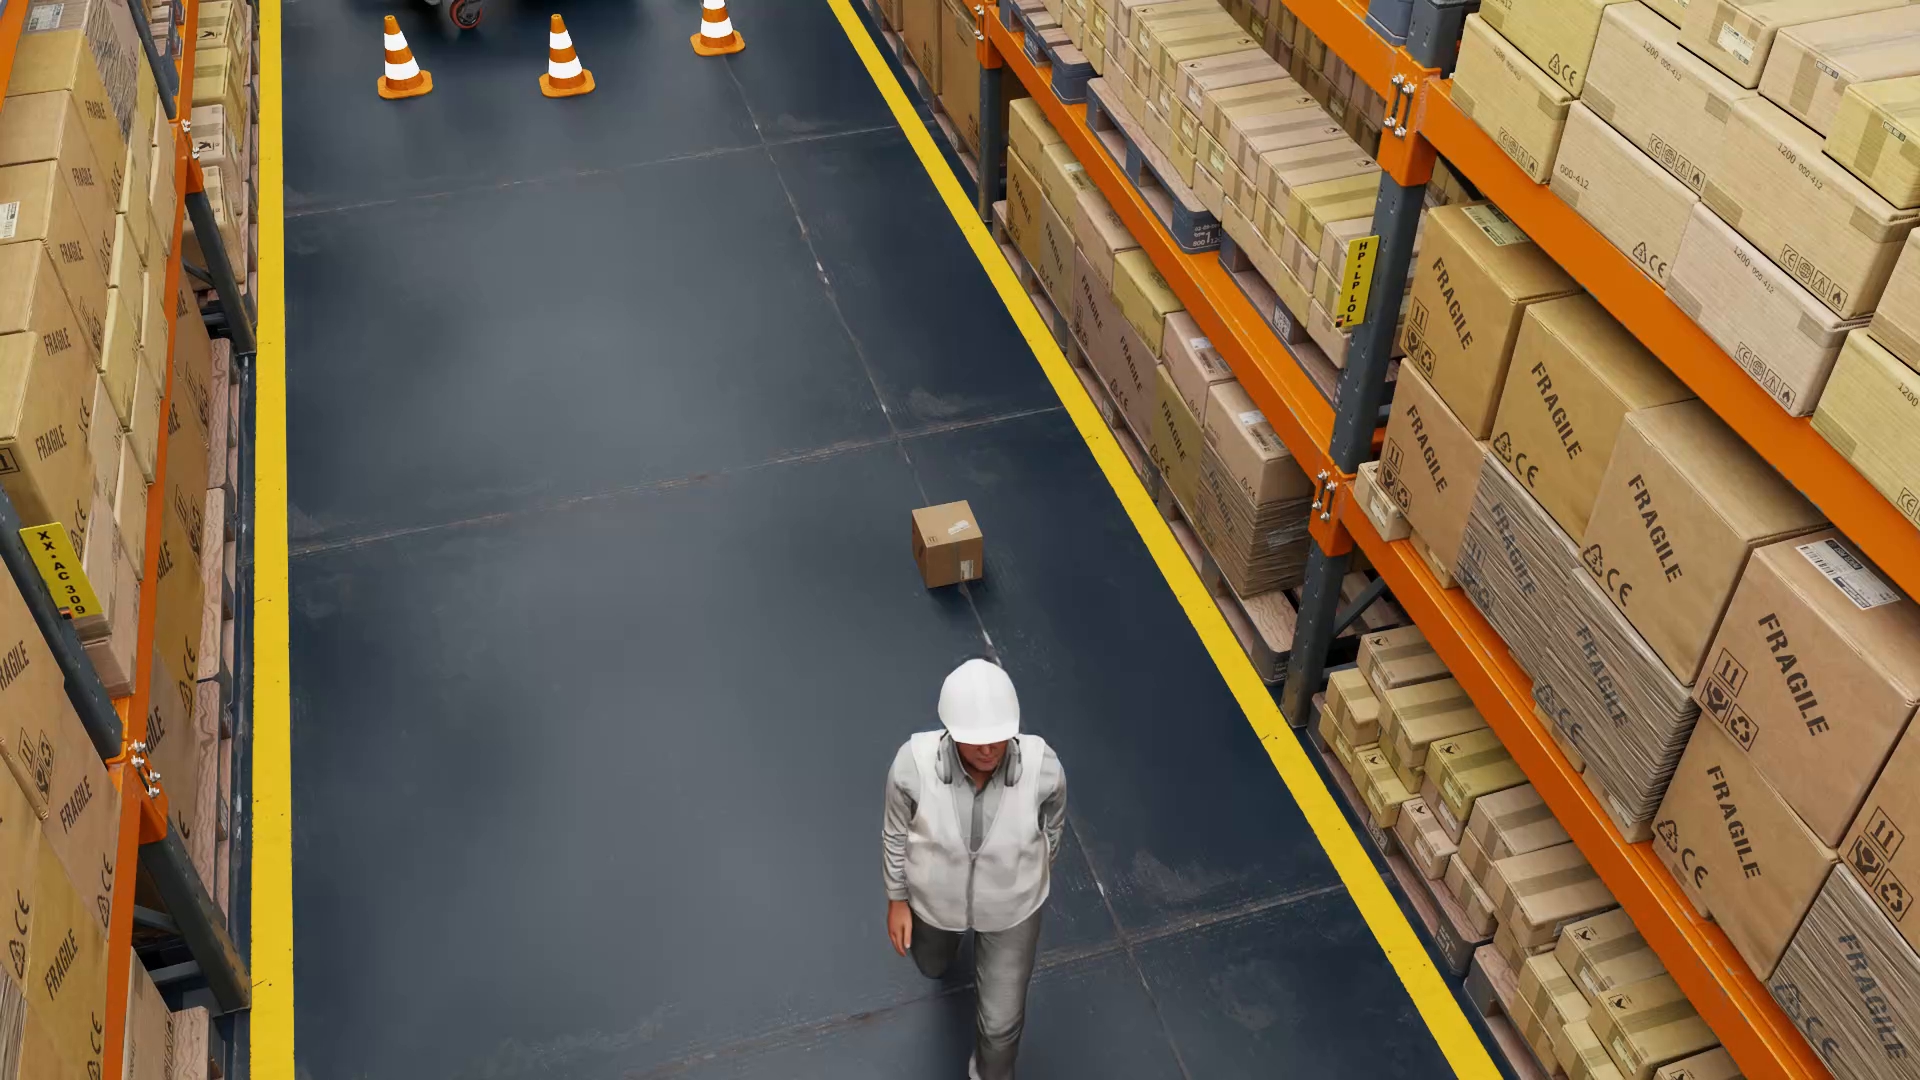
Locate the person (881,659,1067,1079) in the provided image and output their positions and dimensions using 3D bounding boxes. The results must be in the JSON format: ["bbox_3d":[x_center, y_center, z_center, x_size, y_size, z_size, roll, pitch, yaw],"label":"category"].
[{"bbox_3d":[0.039,1.010,5.008,0.530,1.735,0.931,3,42,3],"label":"person"}]
